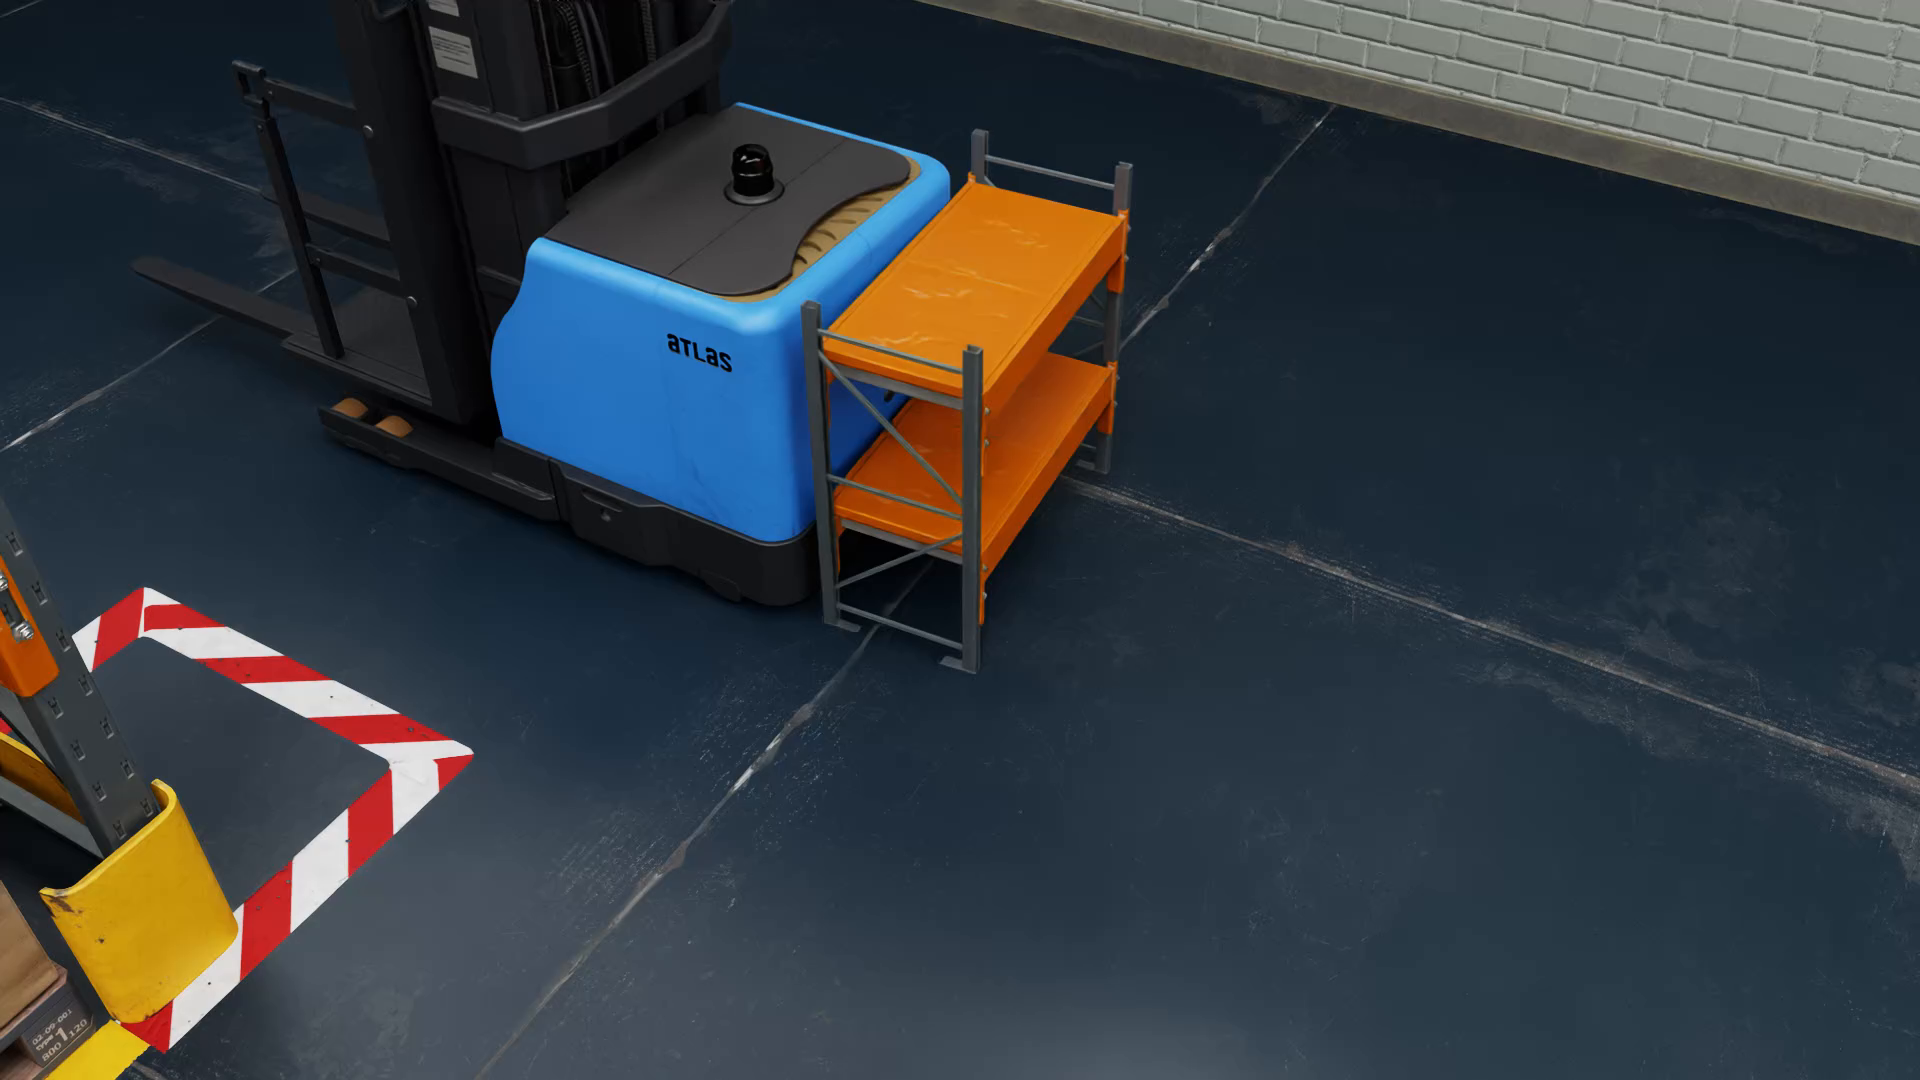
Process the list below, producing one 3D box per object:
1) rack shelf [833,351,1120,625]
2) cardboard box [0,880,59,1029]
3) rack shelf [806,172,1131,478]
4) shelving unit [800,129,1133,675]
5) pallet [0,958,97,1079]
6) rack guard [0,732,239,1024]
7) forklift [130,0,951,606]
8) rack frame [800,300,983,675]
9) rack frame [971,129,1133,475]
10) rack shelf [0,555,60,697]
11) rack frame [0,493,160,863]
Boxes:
[{"bbox_3d":[0.046,-0.231,5.032,0.538,0.278,1.000,18,44,19],"label":"rack shelf"},{"bbox_3d":[-2.385,0.869,3.552,0.500,0.500,0.500,21,45,22],"label":"cardboard box"},{"bbox_3d":[0.046,-0.635,4.677,0.538,0.278,1.000,18,44,19],"label":"rack shelf"},{"bbox_3d":[0.046,-0.415,4.870,0.538,1.125,1.048,18,44,19],"label":"shelving unit"},{"bbox_3d":[-2.763,1.250,3.671,1.003,0.211,1.213,21,45,22],"label":"pallet"},{"bbox_3d":[-2.365,0.685,4.094,1.175,0.500,0.348,21,45,22],"label":"rack guard"},{"bbox_3d":[-1.548,-1.625,4.878,3.031,2.935,1.130,21,45,22],"label":"forklift"},{"bbox_3d":[-0.174,-0.112,4.526,0.500,1.125,0.032,18,44,19],"label":"rack frame"},{"bbox_3d":[0.265,-0.718,5.214,0.500,1.125,0.032,18,44,19],"label":"rack frame"},{"bbox_3d":[-3.327,1.118,2.256,1.077,0.370,4.000,21,45,22],"label":"rack shelf"},{"bbox_3d":[-2.327,-0.297,3.317,1.000,3.000,0.127,21,45,22],"label":"rack frame"}]
